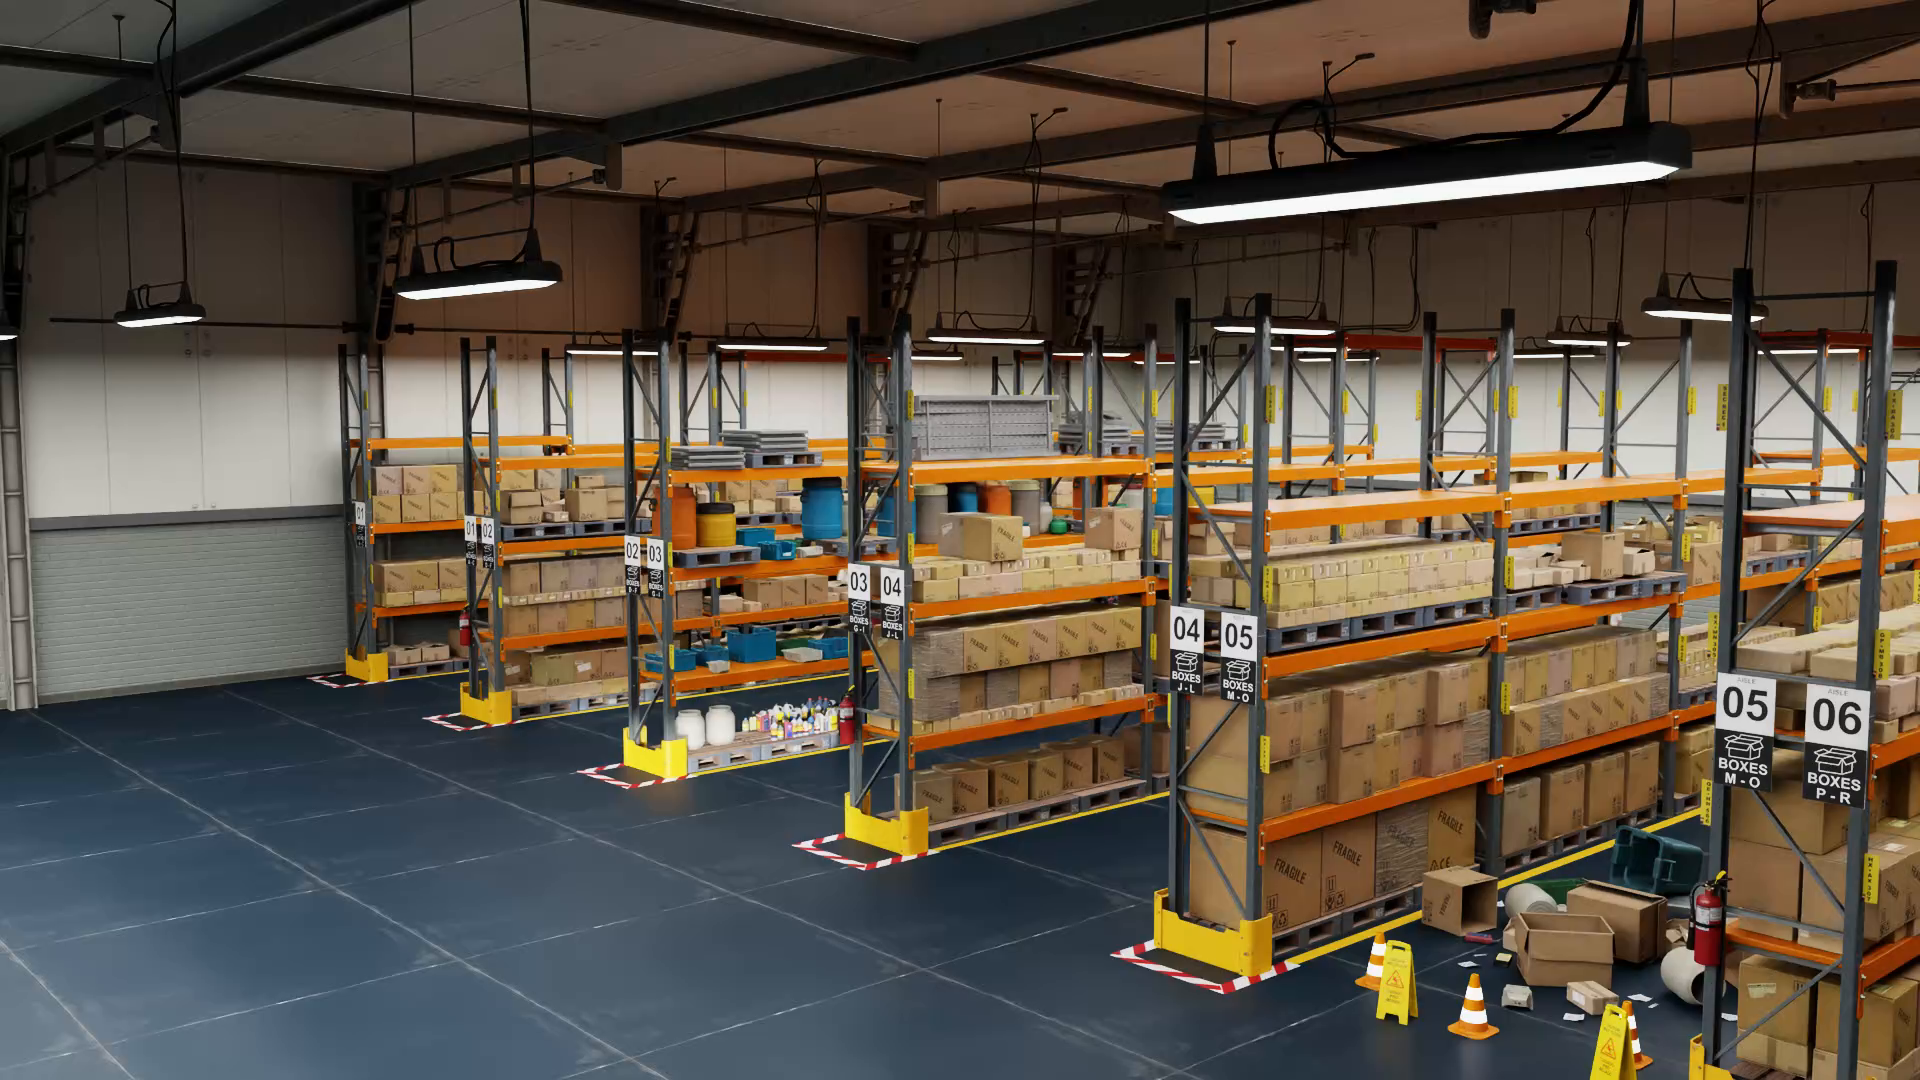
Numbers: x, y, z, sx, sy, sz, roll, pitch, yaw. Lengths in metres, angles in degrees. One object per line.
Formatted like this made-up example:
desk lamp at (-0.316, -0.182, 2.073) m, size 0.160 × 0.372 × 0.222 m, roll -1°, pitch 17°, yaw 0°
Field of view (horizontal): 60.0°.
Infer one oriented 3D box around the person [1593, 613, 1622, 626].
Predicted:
person at (12.120, 1.476, 31.331) m, size 0.599 × 1.732 × 0.917 m, roll 0°, pitch 5°, yaw -5°

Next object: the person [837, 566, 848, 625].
person at (-2.303, 1.194, 34.586) m, size 0.923 × 1.736 × 0.498 m, roll -5°, pitch 7°, yaw -44°
